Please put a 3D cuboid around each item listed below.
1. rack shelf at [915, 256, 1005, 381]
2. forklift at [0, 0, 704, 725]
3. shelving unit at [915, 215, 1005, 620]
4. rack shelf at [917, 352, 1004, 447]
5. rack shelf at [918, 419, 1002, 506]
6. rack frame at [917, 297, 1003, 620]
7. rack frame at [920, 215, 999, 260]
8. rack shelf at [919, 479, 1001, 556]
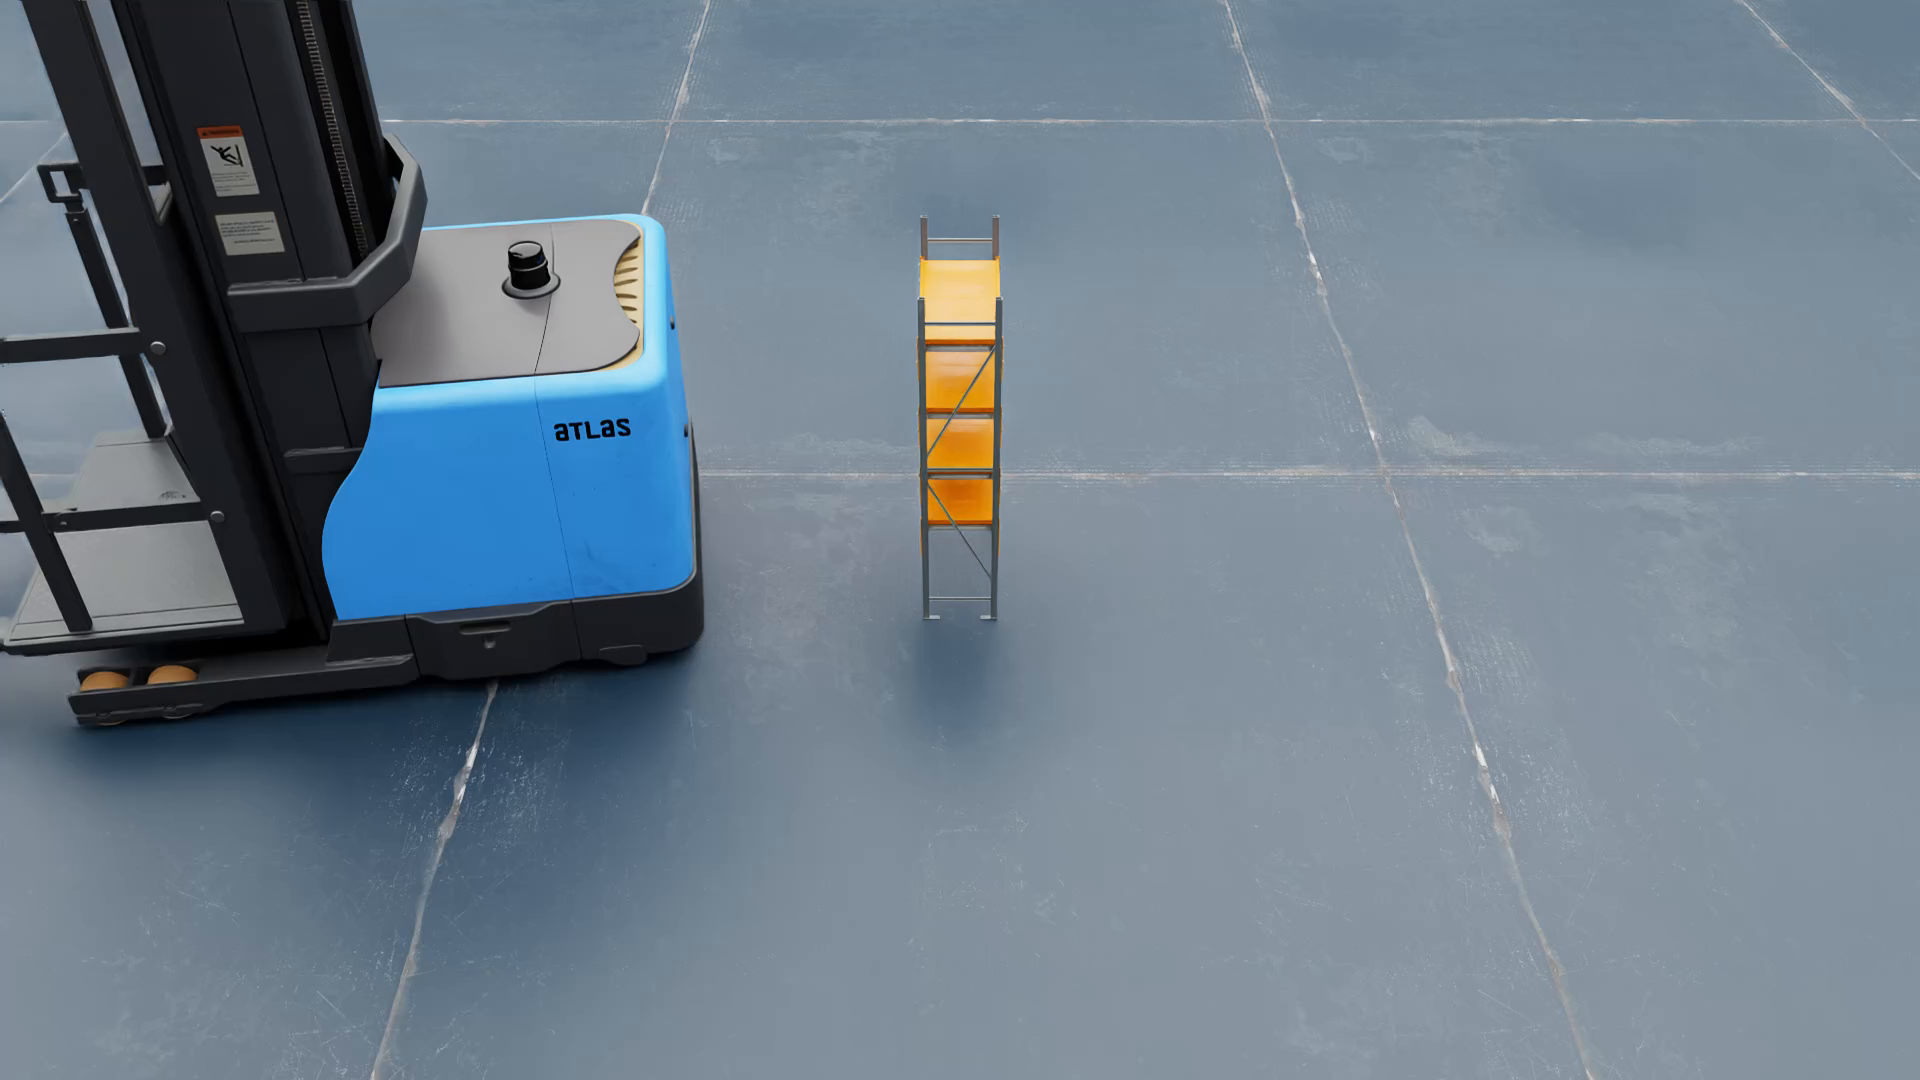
[{"bbox_3d":[0.000,-0.671,5.000,0.258,0.148,0.480,0,39,0],"label":"rack shelf"},{"bbox_3d":[-2.374,-0.936,4.574,3.031,2.935,1.130,-5,39,-7],"label":"forklift"},{"bbox_3d":[0.000,-0.365,5.246,0.258,1.200,0.503,0,39,0],"label":"shelving unit"},{"bbox_3d":[0.000,-0.487,5.148,0.258,0.148,0.480,0,39,0],"label":"rack shelf"},{"bbox_3d":[0.000,-0.312,5.288,0.258,0.148,0.480,0,39,0],"label":"rack shelf"},{"bbox_3d":[0.000,-0.212,5.055,0.240,1.200,0.015,0,39,0],"label":"rack frame"},{"bbox_3d":[0.000,-0.517,5.436,0.240,1.200,0.015,0,39,0],"label":"rack frame"},{"bbox_3d":[0.000,-0.157,5.412,0.258,0.148,0.480,0,39,0],"label":"rack shelf"}]
